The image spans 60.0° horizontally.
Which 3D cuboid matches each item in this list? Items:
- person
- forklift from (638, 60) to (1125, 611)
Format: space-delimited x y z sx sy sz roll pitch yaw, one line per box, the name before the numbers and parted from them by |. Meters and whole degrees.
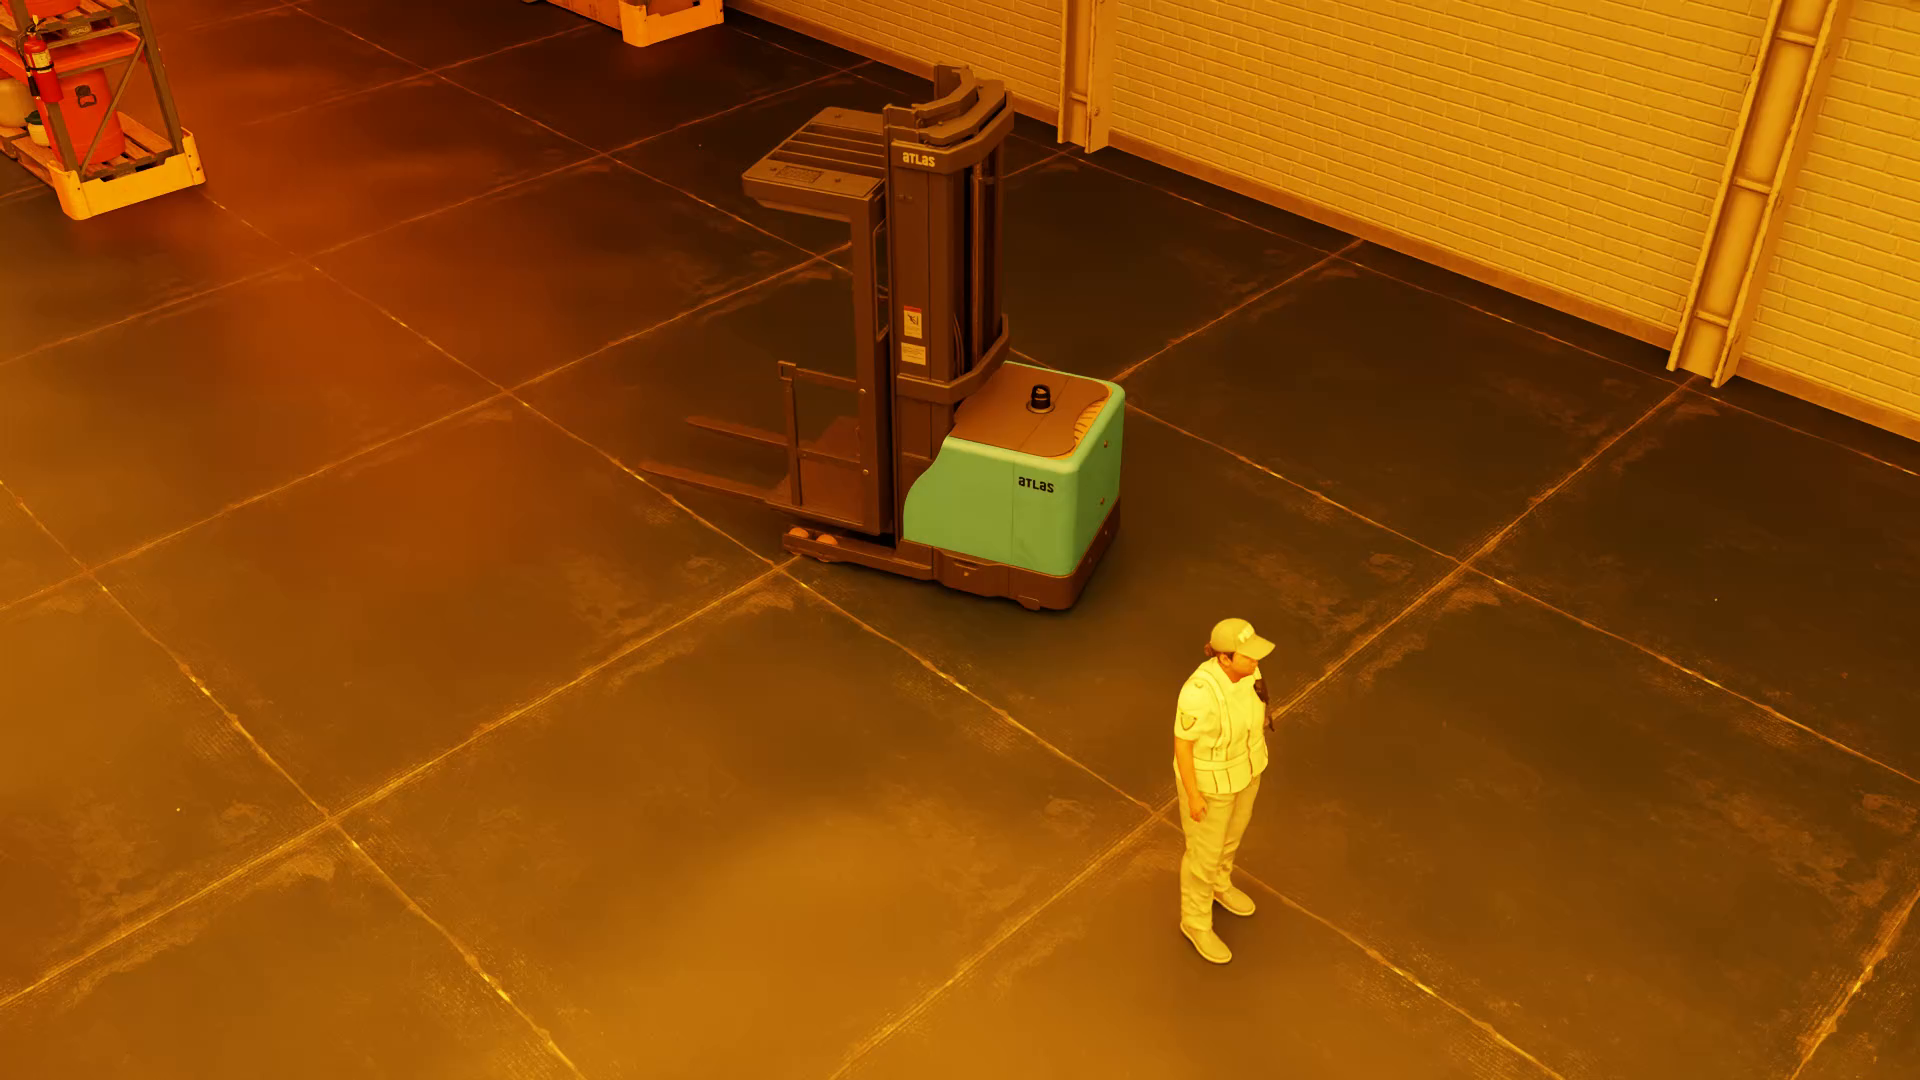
person | 1.237 1.101 7.572 0.523 1.672 0.590 30 46 35
forklift | -0.563 -1.320 9.822 3.031 2.935 1.130 14 38 18
